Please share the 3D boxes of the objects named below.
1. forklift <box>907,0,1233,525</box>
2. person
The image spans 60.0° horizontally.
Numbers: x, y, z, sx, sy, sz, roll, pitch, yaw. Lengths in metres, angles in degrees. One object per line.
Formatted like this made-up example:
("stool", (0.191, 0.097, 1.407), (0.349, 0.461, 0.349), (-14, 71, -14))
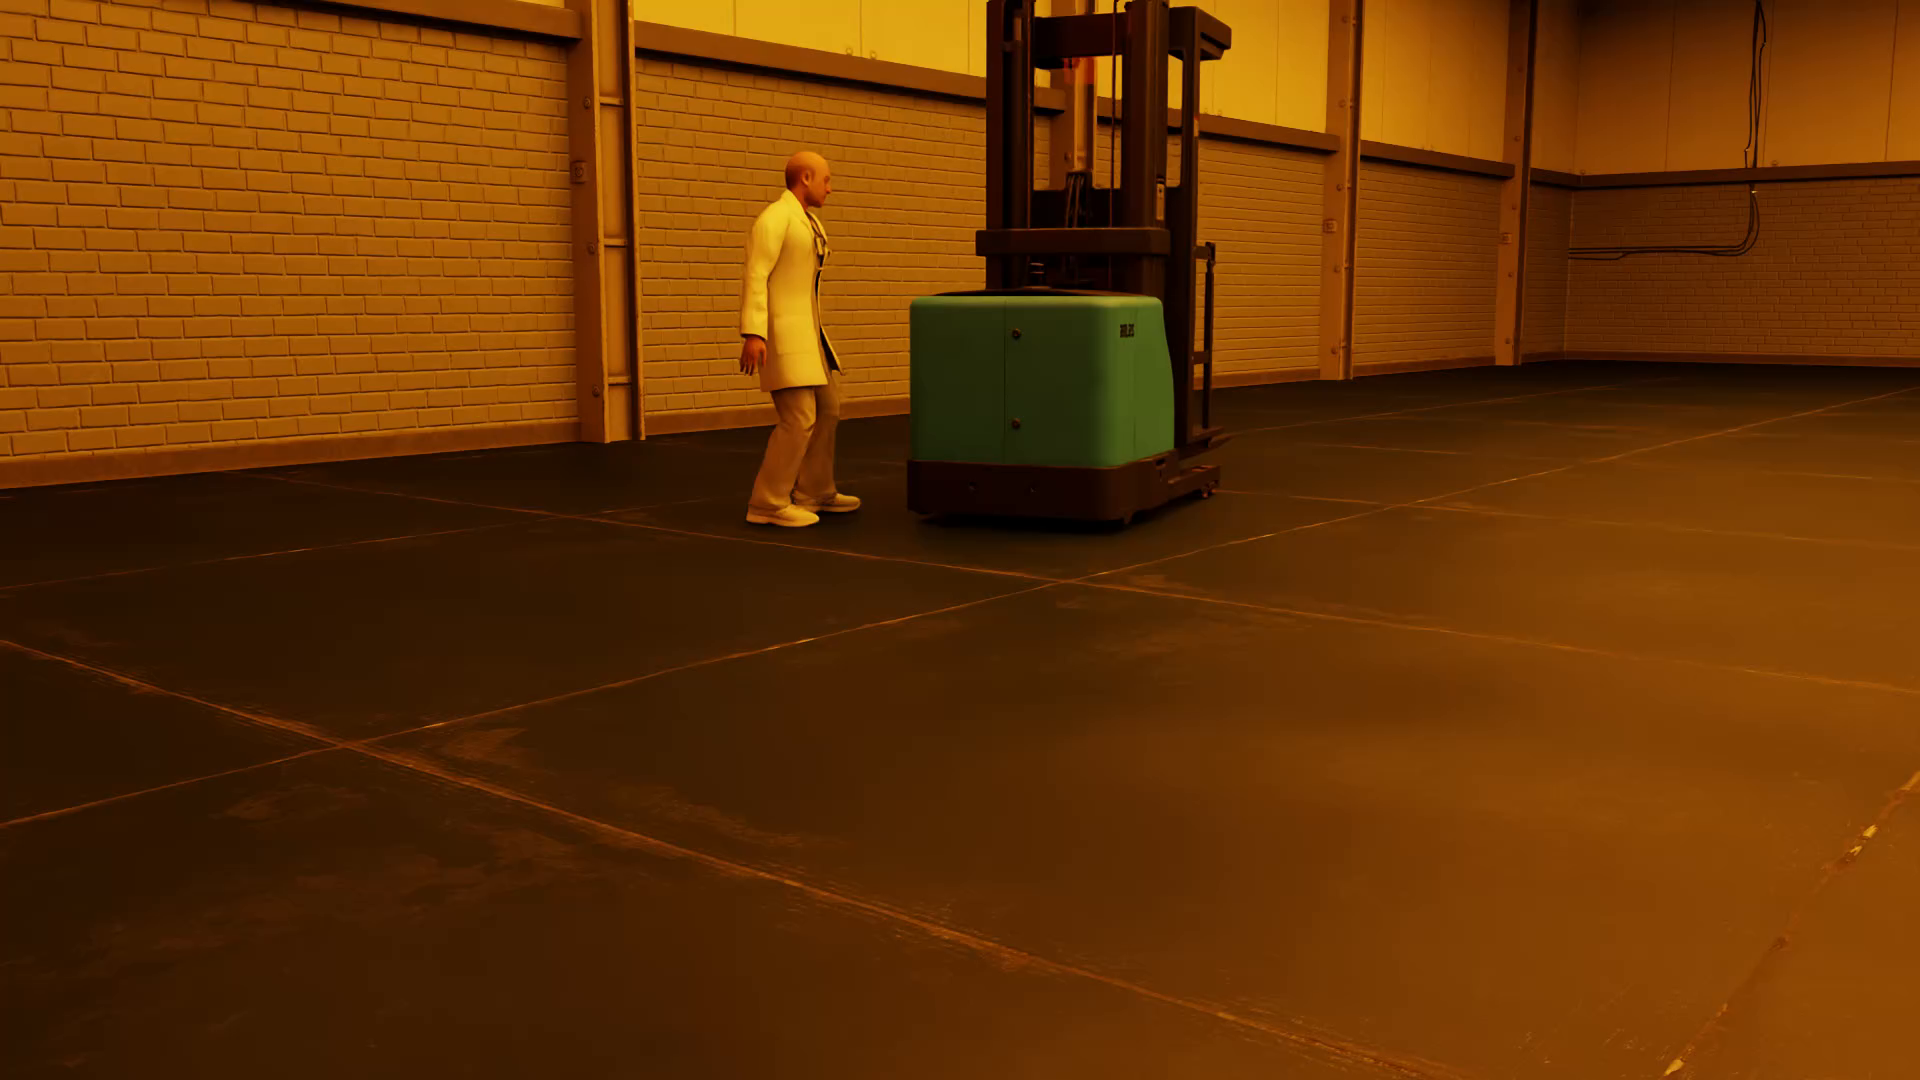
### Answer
("forklift", (0.785, -1.692, 8.844), (1.130, 2.935, 3.031), (3, 9, 22))
("person", (-0.789, -0.952, 7.909), (0.427, 1.750, 0.899), (2, 8, 11))
